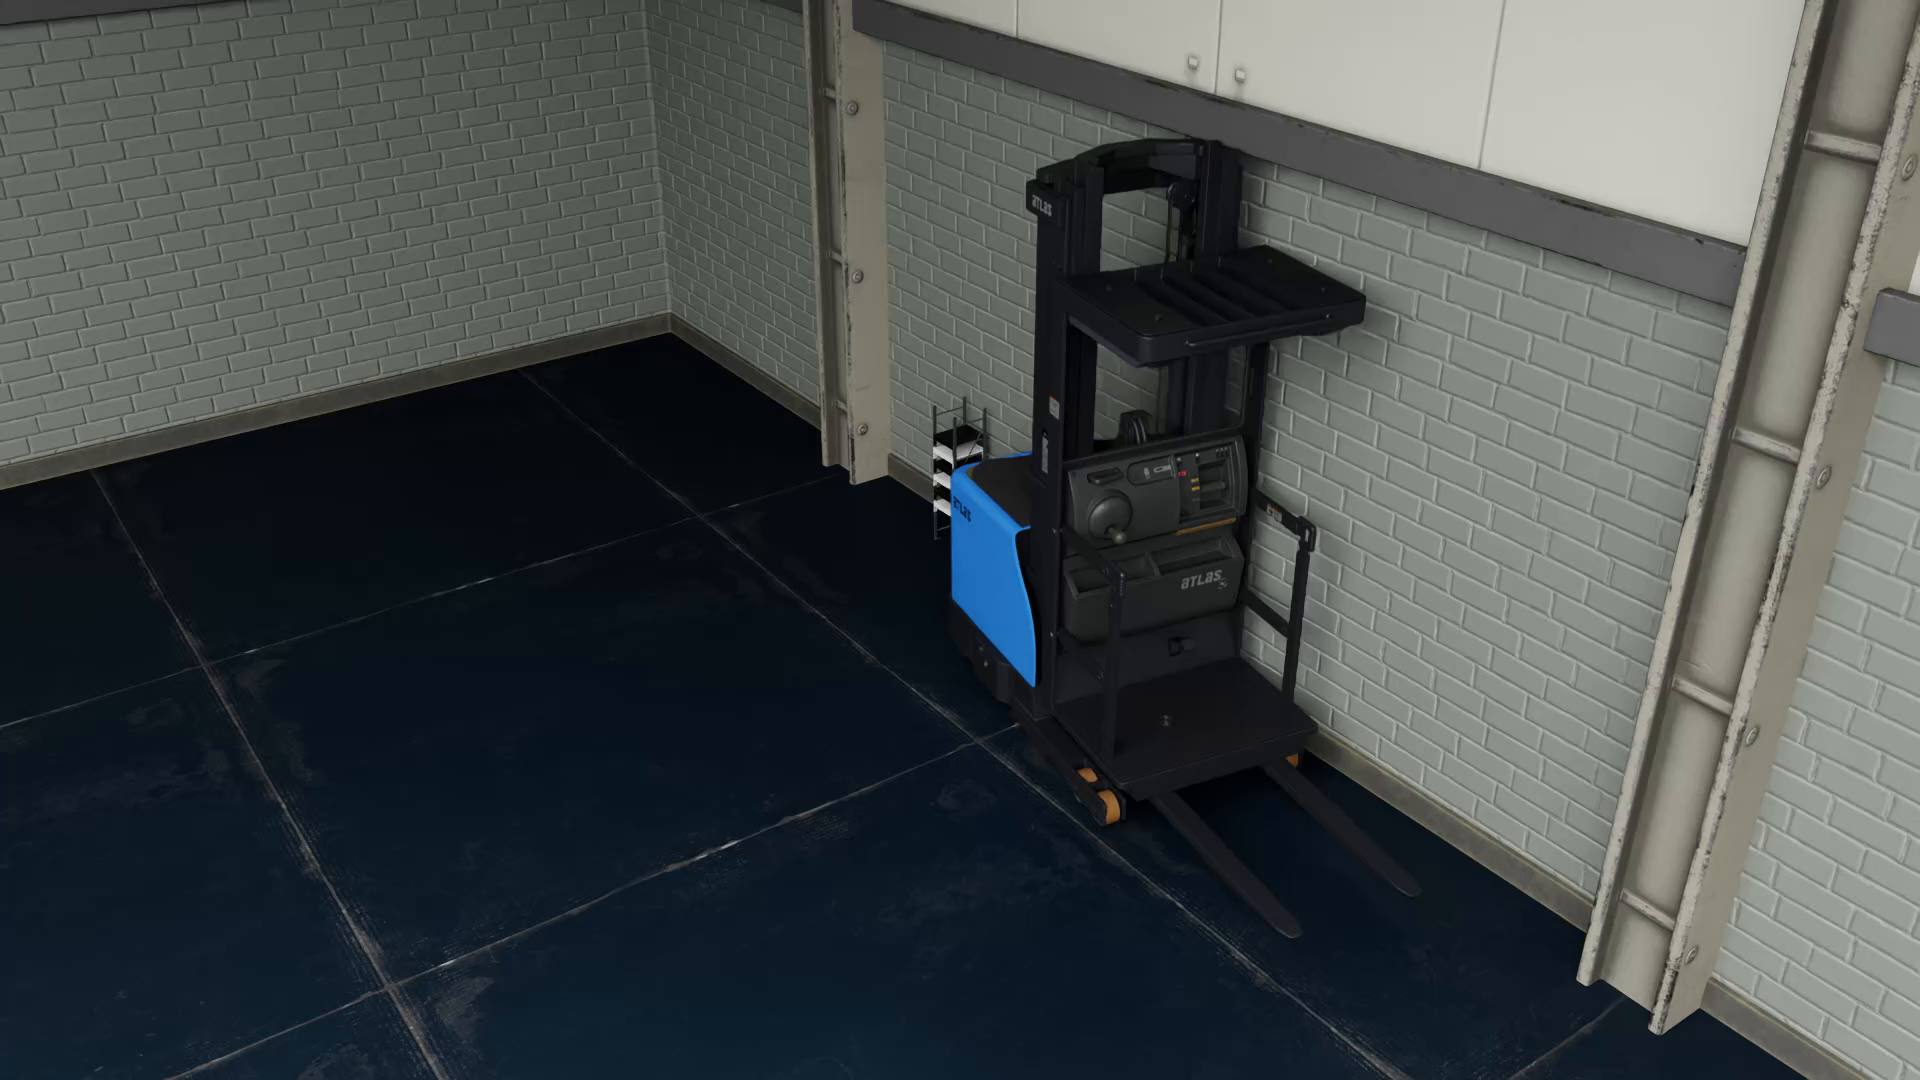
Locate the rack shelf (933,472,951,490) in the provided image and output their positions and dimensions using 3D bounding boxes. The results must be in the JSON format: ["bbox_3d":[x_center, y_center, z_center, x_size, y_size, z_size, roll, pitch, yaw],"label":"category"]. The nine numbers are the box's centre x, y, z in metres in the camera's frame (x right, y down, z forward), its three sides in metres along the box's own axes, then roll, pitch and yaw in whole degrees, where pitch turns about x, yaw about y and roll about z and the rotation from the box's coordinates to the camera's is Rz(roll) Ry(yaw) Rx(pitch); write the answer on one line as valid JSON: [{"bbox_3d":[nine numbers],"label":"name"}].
[{"bbox_3d":[-0.002,-0.360,10.040,0.258,0.077,0.200,-19,34,-31],"label":"rack shelf"}]

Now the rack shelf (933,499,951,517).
[{"bbox_3d":[-0.002,-0.202,10.126,0.258,0.077,0.200,-19,34,-31],"label":"rack shelf"}]

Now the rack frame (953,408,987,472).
[{"bbox_3d":[0.058,-0.350,9.952,0.240,0.900,0.006,-19,34,-31],"label":"rack frame"}]

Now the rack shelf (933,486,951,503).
[{"bbox_3d":[-0.002,-0.281,10.083,0.258,0.077,0.200,-19,34,-31],"label":"rack shelf"}]

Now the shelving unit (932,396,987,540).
[{"bbox_3d":[-0.002,-0.389,10.024,0.258,0.900,0.210,-19,34,-31],"label":"shelving unit"}]

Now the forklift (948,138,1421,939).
[{"bbox_3d":[1.015,-0.189,7.527,1.130,2.935,3.031,-12,31,-22],"label":"forklift"}]

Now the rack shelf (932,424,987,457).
[{"bbox_3d":[-0.002,-0.597,9.911,0.258,0.077,0.200,-19,34,-31],"label":"rack shelf"}]

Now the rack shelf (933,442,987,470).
[{"bbox_3d":[-0.002,-0.518,9.954,0.258,0.077,0.200,-19,34,-31],"label":"rack shelf"}]

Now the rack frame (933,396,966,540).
[{"bbox_3d":[-0.061,-0.428,10.096,0.240,0.900,0.006,-19,34,-31],"label":"rack frame"}]

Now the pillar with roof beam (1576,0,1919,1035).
[{"bbox_3d":[-0.714,-0.909,2.494,9.100,9.000,0.400,-19,34,-31],"label":"pillar with roof beam"}]

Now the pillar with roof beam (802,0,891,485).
[{"bbox_3d":[-4.195,-3.241,6.789,9.100,9.000,0.400,-19,34,-31],"label":"pillar with roof beam"}]

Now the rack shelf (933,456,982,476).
[{"bbox_3d":[-0.002,-0.439,9.997,0.258,0.077,0.200,-19,34,-31],"label":"rack shelf"}]
